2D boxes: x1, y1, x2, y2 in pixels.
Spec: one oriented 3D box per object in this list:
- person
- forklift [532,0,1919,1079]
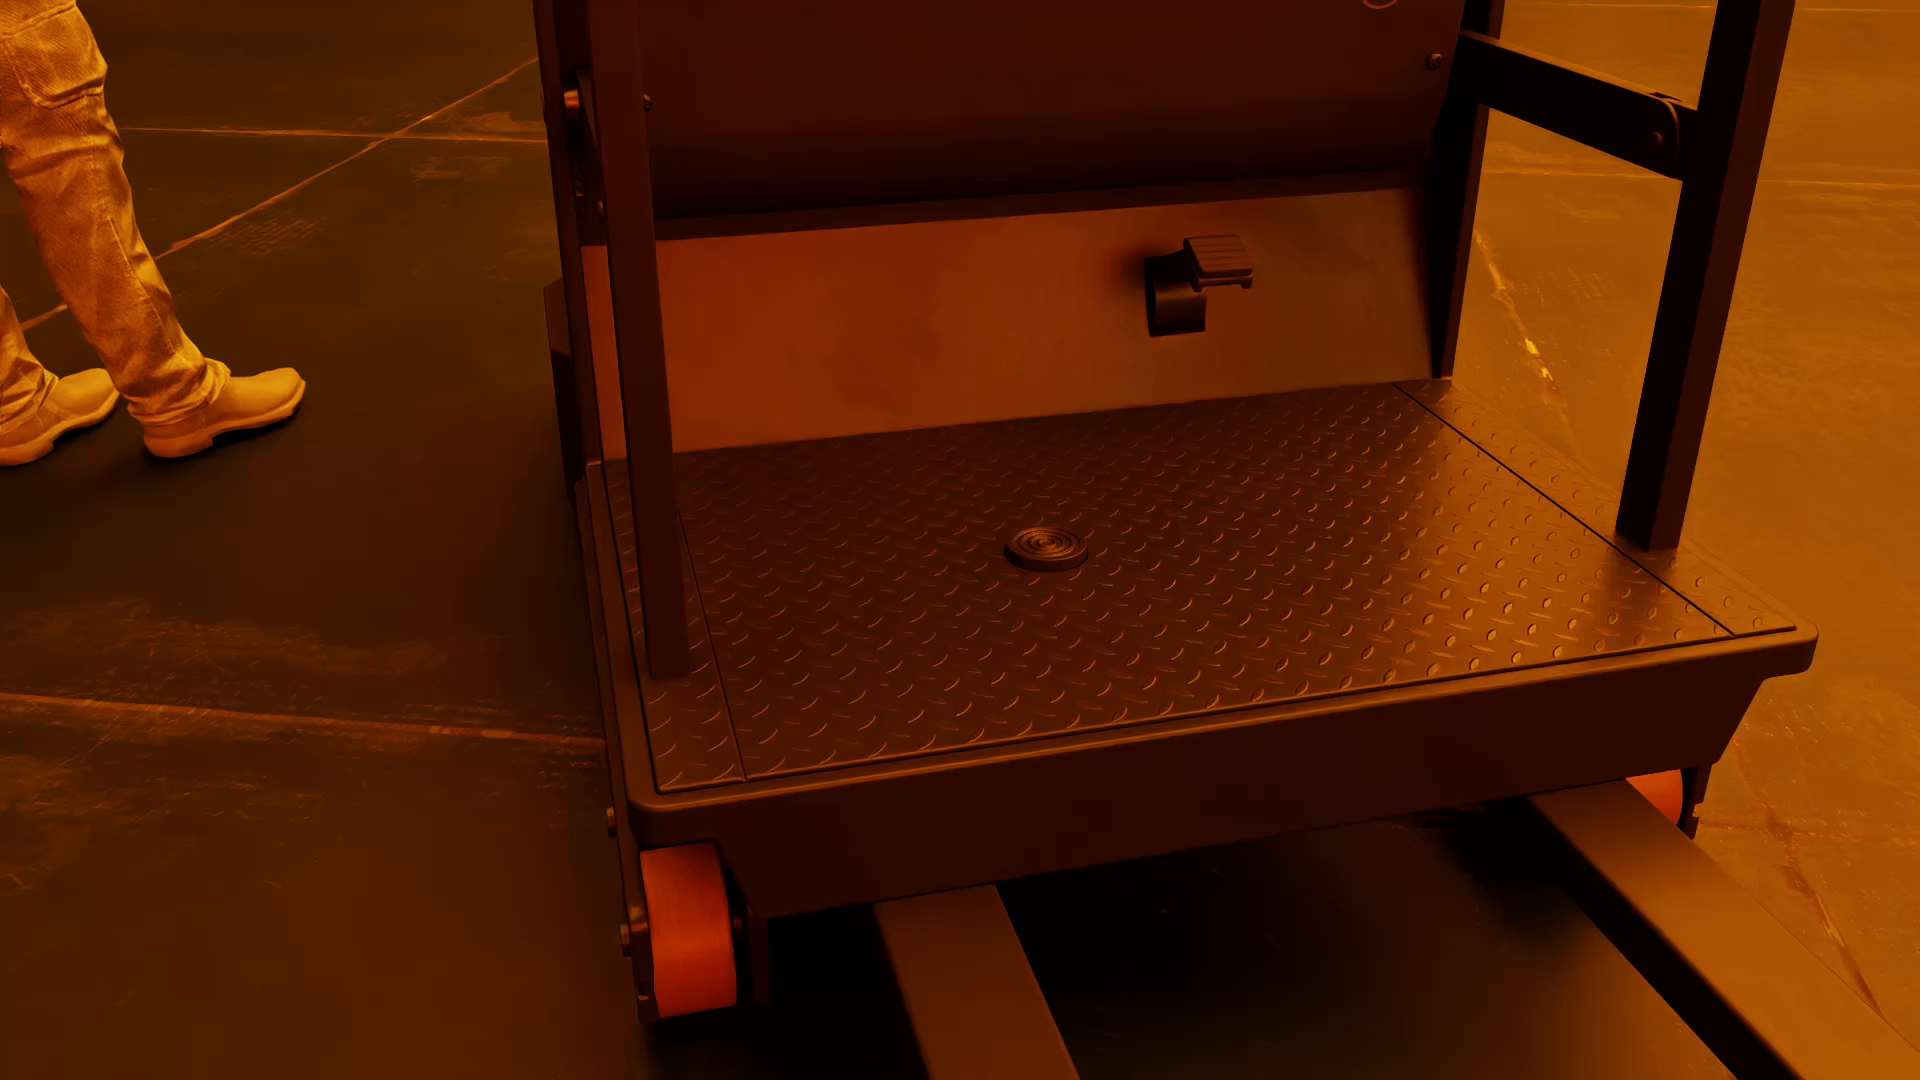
[{"bbox_3d":[-1.524,-0.970,2.436,0.659,1.786,0.564,9,28,17],"label":"person"},{"bbox_3d":[0.153,-1.049,1.319,1.130,2.935,3.031,-7,27,-13],"label":"forklift"}]
